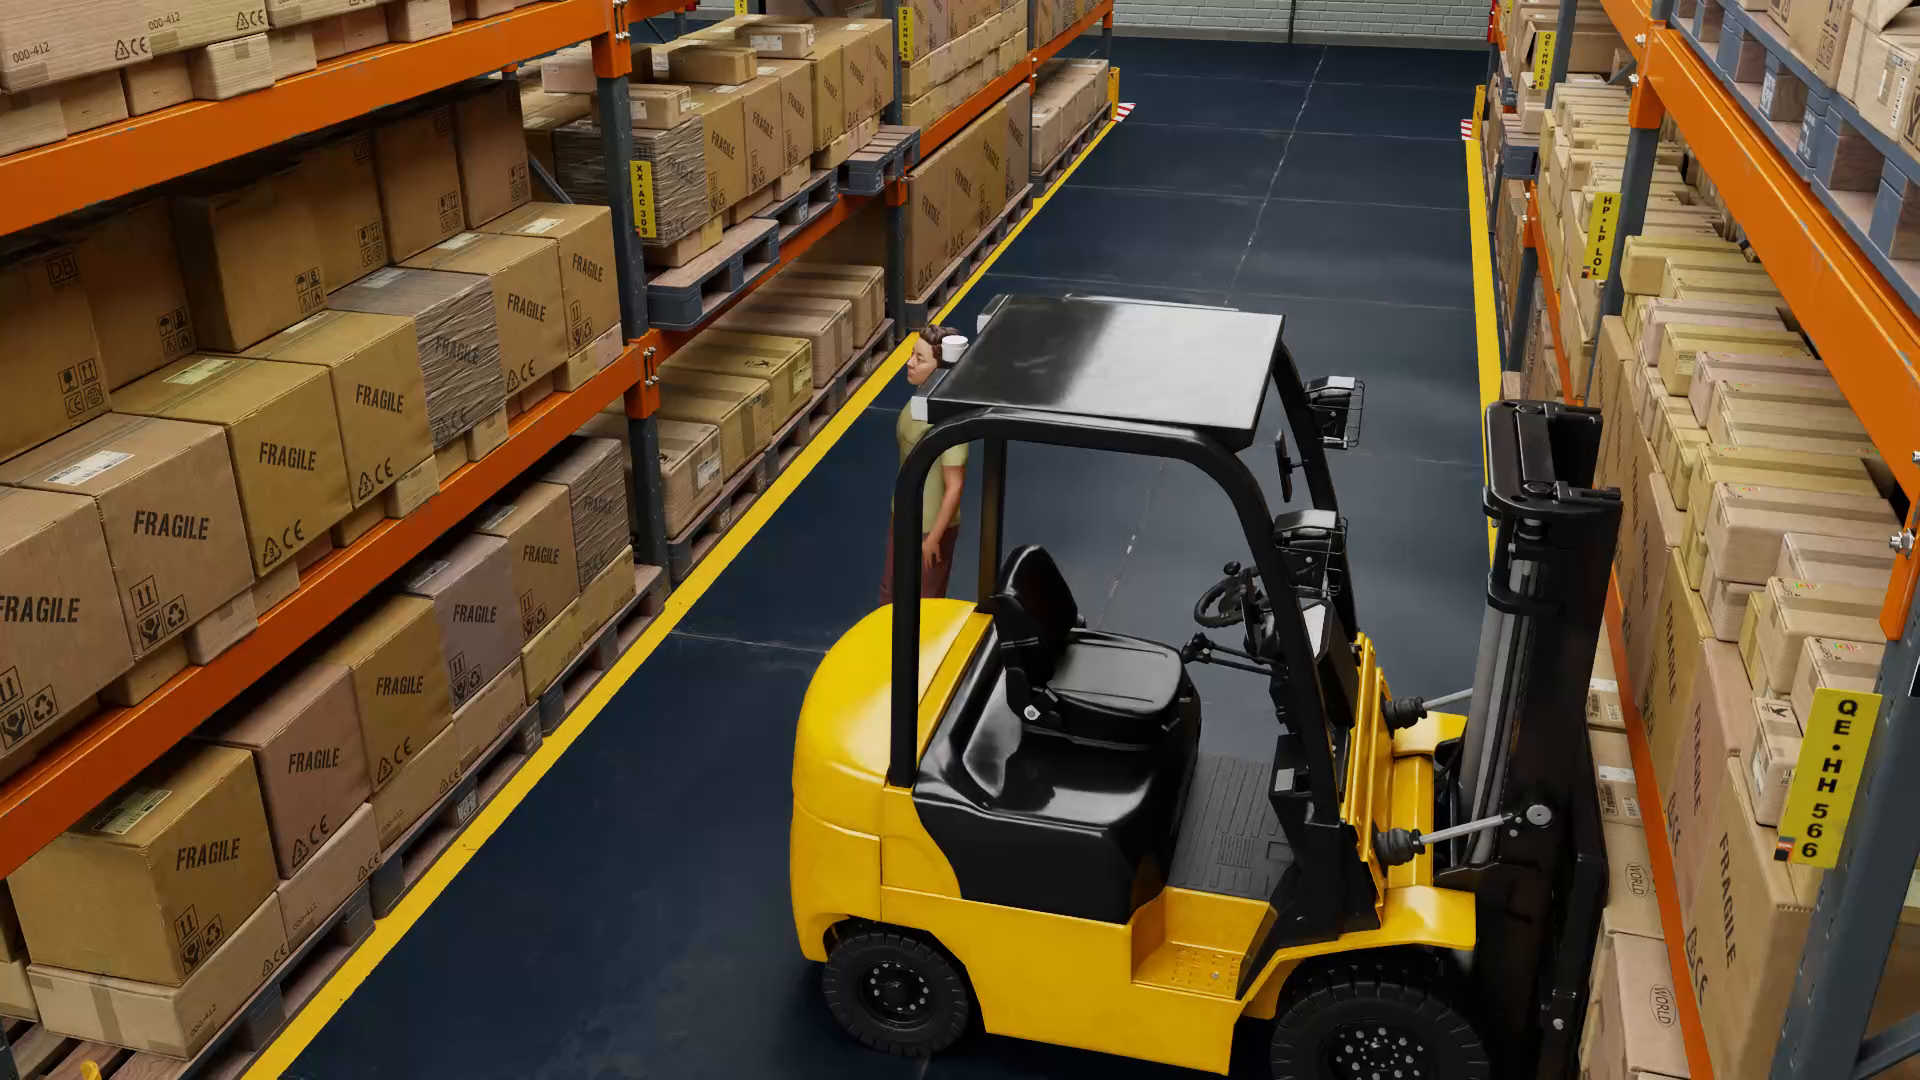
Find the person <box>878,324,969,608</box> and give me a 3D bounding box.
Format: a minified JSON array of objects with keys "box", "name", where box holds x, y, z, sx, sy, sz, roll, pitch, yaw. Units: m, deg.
[{"box":[-0.214,-0.073,6.745,0.549,1.675,0.555,-6,26,-13],"name":"person"}]
